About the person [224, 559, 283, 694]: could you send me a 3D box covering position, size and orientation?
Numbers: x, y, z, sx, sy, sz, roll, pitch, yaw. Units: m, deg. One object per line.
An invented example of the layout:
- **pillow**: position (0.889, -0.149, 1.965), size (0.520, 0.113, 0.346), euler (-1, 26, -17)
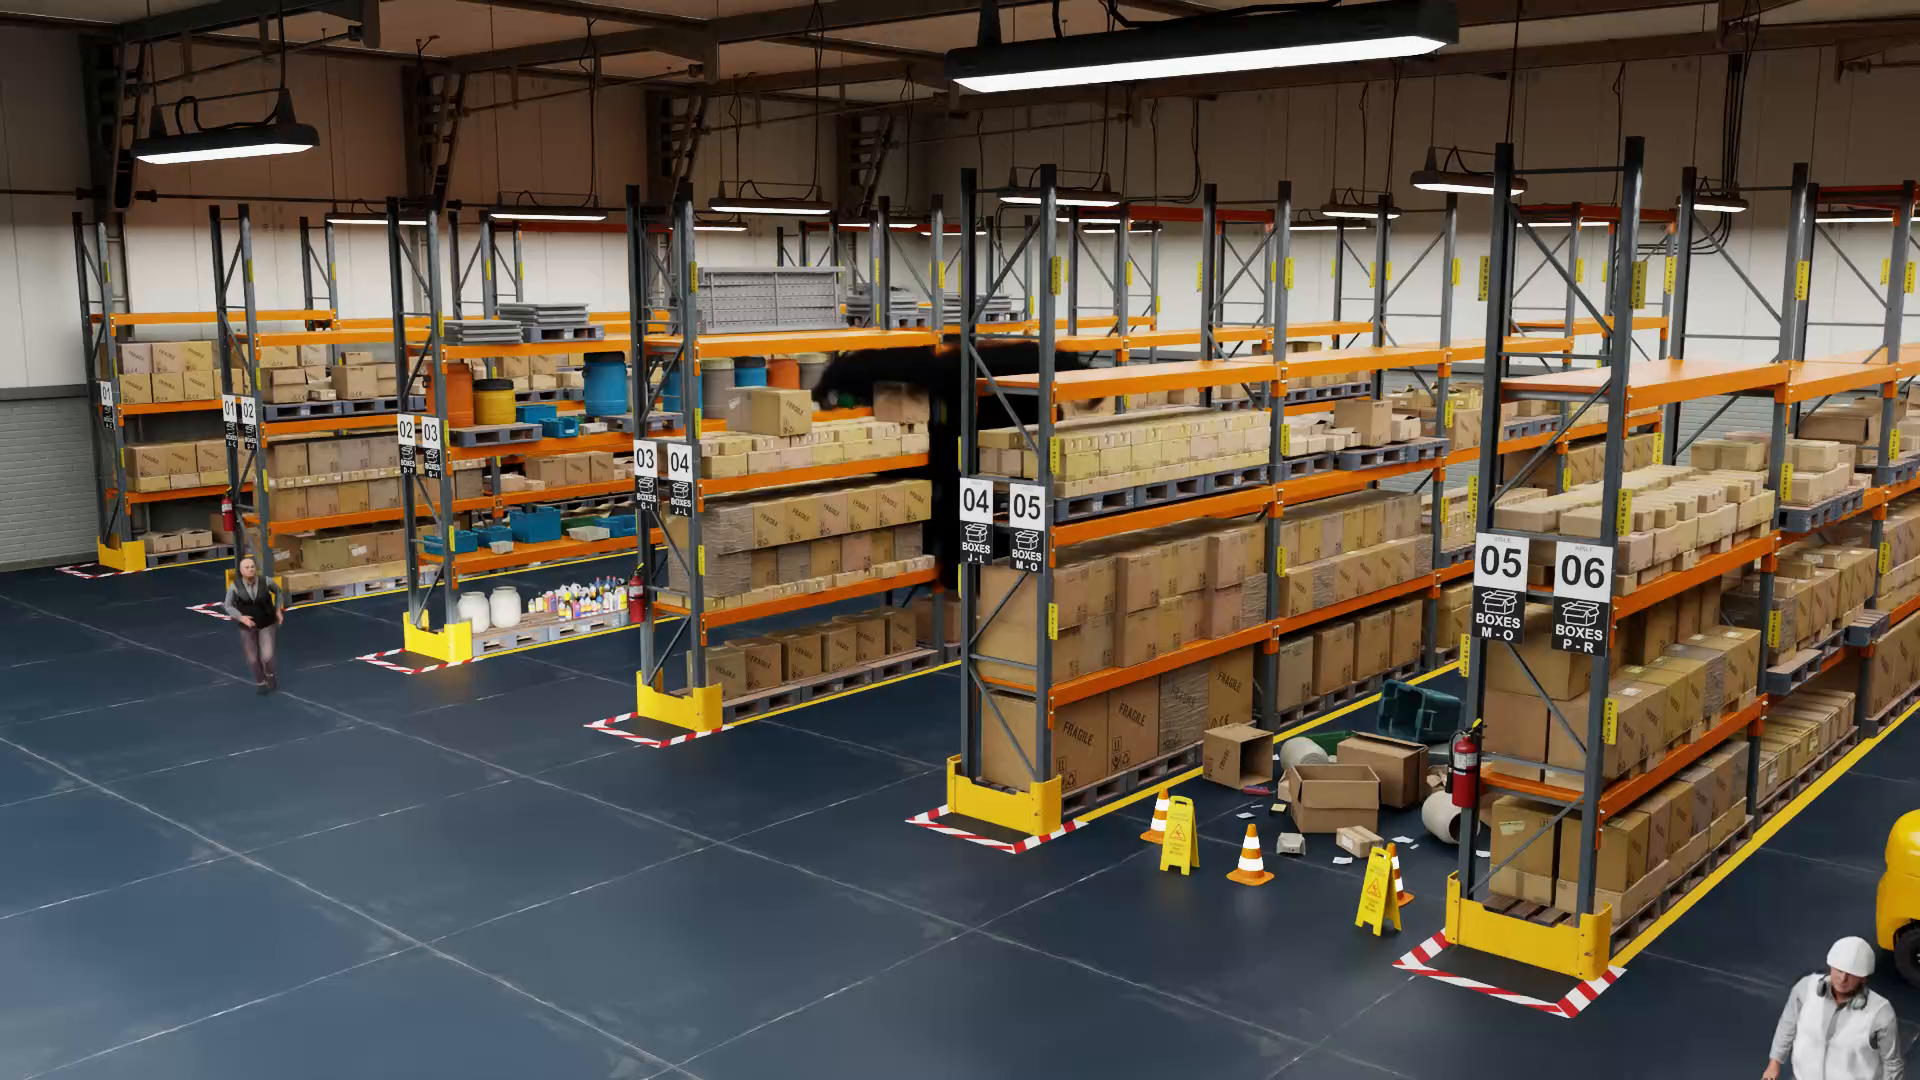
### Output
- **person**: position (-8.434, 1.042, 19.912), size (0.655, 1.679, 0.582), euler (-4, 10, -20)

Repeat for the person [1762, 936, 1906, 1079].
- **person**: position (4.678, 2.864, 8.925), size (0.726, 1.715, 0.779), euler (-9, 13, -43)
